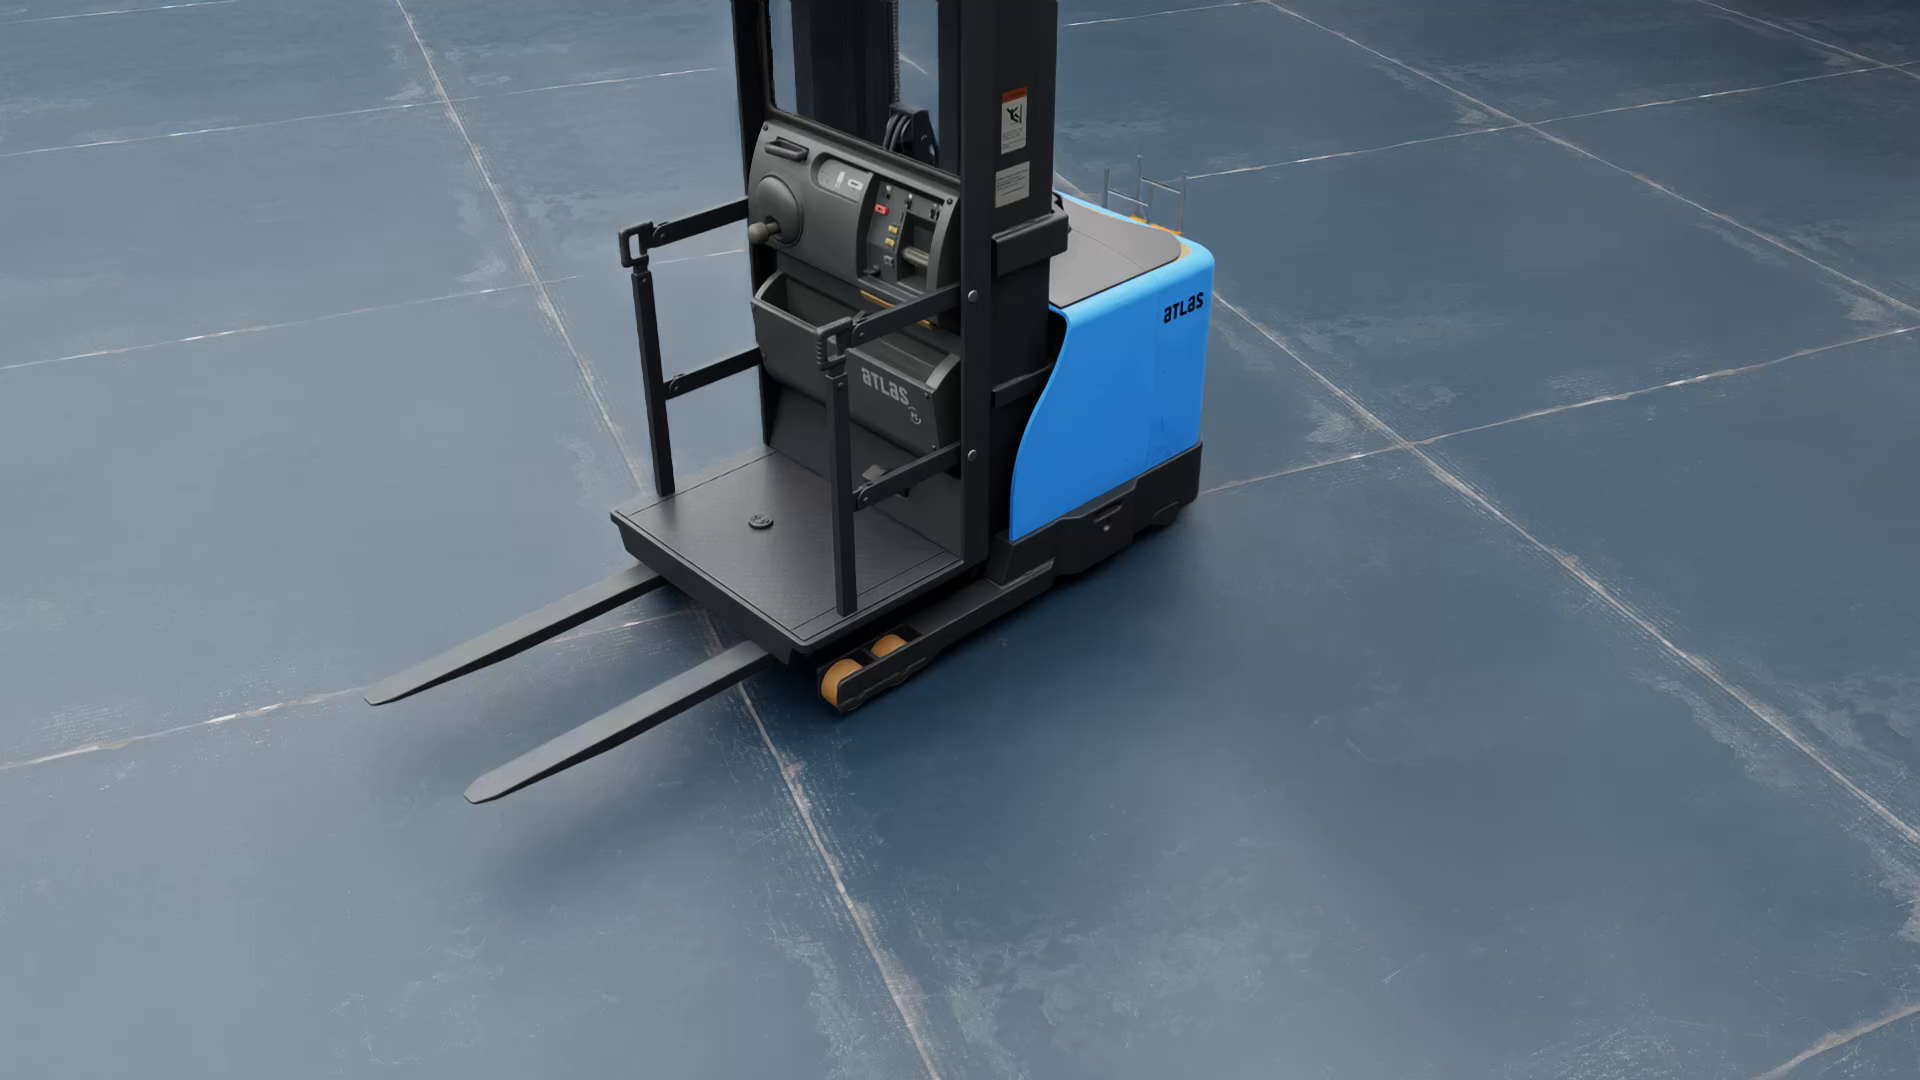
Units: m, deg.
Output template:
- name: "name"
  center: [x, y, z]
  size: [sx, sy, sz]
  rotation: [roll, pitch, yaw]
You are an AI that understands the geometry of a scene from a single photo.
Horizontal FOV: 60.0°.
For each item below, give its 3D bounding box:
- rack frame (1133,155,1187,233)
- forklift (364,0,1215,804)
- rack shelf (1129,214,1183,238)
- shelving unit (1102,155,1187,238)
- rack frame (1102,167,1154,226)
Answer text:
- name: "rack frame"
  center: [0.751, -0.901, 6.535]
  size: [0.006, 1.200, 0.240]
  rotation: [-27, 42, -35]
- name: "forklift"
  center: [-0.502, -0.995, 5.091]
  size: [3.031, 2.935, 1.130]
  rotation: [-27, 42, -35]
- name: "rack shelf"
  center: [0.686, -1.133, 6.311]
  size: [0.180, 0.103, 0.258]
  rotation: [-27, 42, -35]
- name: "shelving unit"
  center: [0.684, -0.867, 6.482]
  size: [0.189, 1.200, 0.258]
  rotation: [-27, 42, -35]
- name: "rack frame"
  center: [0.618, -0.834, 6.429]
  size: [0.006, 1.200, 0.240]
  rotation: [-27, 42, -35]
